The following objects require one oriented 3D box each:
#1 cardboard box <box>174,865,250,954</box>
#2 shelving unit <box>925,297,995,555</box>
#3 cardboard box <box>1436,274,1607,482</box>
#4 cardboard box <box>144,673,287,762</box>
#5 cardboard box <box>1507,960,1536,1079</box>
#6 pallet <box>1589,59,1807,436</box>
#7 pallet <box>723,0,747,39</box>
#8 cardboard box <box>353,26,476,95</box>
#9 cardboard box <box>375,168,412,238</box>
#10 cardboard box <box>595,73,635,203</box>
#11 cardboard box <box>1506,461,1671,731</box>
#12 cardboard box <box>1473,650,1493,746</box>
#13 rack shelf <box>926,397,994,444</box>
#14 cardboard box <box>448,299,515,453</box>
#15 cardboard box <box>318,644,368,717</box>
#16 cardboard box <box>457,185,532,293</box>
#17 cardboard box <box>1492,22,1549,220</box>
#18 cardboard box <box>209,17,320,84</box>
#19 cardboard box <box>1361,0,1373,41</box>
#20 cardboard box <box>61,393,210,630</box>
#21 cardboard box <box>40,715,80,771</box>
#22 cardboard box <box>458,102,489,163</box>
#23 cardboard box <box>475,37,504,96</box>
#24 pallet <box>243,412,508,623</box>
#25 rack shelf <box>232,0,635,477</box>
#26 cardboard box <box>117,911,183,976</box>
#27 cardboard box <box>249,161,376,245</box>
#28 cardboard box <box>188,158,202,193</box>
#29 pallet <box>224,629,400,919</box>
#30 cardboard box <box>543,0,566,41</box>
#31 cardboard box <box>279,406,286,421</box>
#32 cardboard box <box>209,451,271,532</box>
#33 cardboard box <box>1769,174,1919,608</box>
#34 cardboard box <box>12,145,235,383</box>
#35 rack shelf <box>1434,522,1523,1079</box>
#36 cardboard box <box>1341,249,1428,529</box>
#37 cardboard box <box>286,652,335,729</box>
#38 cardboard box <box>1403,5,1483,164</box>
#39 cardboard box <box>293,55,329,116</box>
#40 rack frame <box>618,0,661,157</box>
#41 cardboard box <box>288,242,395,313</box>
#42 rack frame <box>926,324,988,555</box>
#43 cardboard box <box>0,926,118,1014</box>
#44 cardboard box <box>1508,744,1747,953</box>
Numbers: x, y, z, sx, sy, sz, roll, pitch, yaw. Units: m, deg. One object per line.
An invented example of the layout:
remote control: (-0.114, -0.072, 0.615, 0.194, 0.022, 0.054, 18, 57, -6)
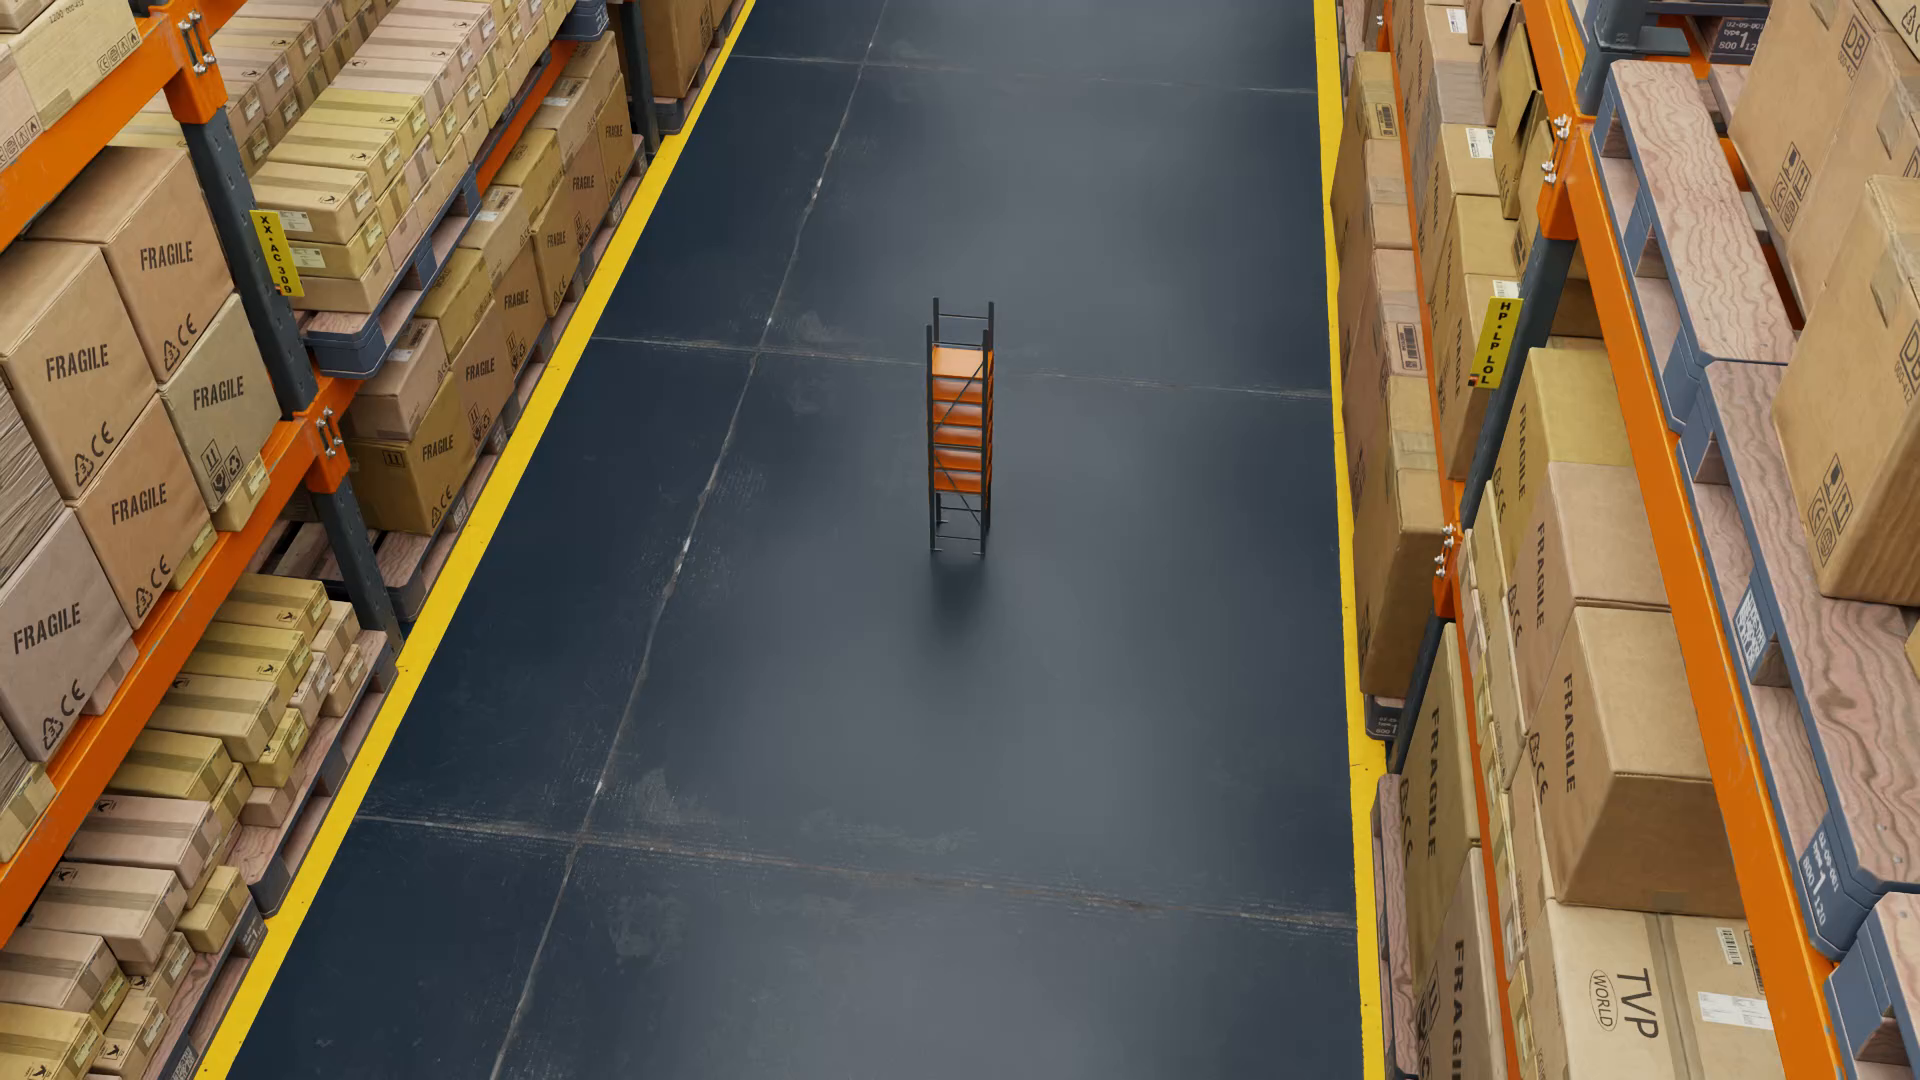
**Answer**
cardboard box: (-2.630, 1.220, 5.570, 0.380, 0.149, 0.250, 5, 44, 5)
shelving unit: (0.002, -0.446, 6.870, 0.258, 1.200, 0.189, 5, 44, 6)
cardboard box: (1.915, -0.526, 5.574, 0.500, 0.500, 0.500, 5, 44, 6)
cardboard box: (-2.588, 0.615, 5.777, 0.380, 0.149, 0.250, 5, 44, 5)
cardboard box: (1.551, 1.179, 4.029, 0.380, 0.149, 0.250, 4, 44, 4)
pallet: (2.006, -0.647, 3.657, 1.003, 0.211, 1.213, 5, 44, 6)
pallet: (-1.907, -3.739, 11.068, 1.003, 0.211, 1.213, 5, 44, 6)
cardboard box: (-2.135, -1.880, 6.520, 0.380, 0.149, 0.250, 5, 44, 5)
cardboard box: (-2.238, -1.239, 6.060, 0.380, 0.149, 0.250, 4, 44, 5)
cardboard box: (-2.078, -2.165, 8.889, 0.500, 0.500, 0.500, 5, 44, 5)
cardboard box: (1.735, 0.166, 4.263, 0.500, 0.500, 0.500, 5, 44, 6)
cardboard box: (1.687, 0.475, 4.772, 0.380, 0.149, 0.250, 7, 44, 7)
rack shelf: (0.002, -0.500, 6.818, 0.258, 0.103, 0.180, 5, 44, 6)
cardboard box: (-2.350, -0.751, 7.397, 0.500, 0.500, 0.500, 7, 44, 7)
cardboard box: (-2.493, 0.515, 6.315, 0.380, 0.149, 0.250, 6, 44, 6)
cardboard box: (-2.279, -1.373, 7.508, 0.500, 0.250, 0.500, 7, 44, 7)
cardboard box: (2.303, -1.450, 5.819, 0.797, 0.503, 0.637, 6, 44, 6)
cardboard box: (-2.778, -1.940, 6.584, 0.380, 0.149, 0.250, 4, 44, 4)
cardboard box: (2.851, -3.349, 10.126, 0.700, 0.500, 0.500, 9, 44, 9)
cardboard box: (-2.632, -0.101, 4.909, 0.500, 0.500, 0.500, 4, 44, 4)
cardboard box: (-2.756, 0.533, 4.710, 0.380, 0.149, 0.250, 5, 44, 5)
cardboard box: (-2.135, -1.658, 6.719, 0.380, 0.149, 0.250, 3, 44, 4)
cardboard box: (-2.102, -1.957, 6.818, 0.380, 0.149, 0.250, 5, 44, 5)
pallet: (-2.677, -0.184, 7.313, 1.003, 0.211, 1.213, 5, 44, 6)
rack shelf: (-2.514, -1.768, 7.481, 1.077, 0.370, 4.000, 5, 44, 6)
cardboard box: (-2.747, 1.240, 5.333, 0.380, 0.149, 0.250, 3, 44, 4)
cardboard box: (-2.271, -1.170, 5.771, 0.380, 0.149, 0.250, 7, 44, 8)
cardboard box: (-2.919, -1.235, 5.839, 0.380, 0.149, 0.250, 7, 44, 7)
pallet: (-2.832, 0.807, 6.266, 1.003, 0.211, 1.213, 5, 44, 6)
cardboard box: (-1.998, -2.378, 7.479, 0.380, 0.149, 0.250, 3, 44, 4)
cardboard box: (-2.931, -0.714, 6.812, 0.500, 0.250, 0.500, 4, 44, 4)
cardboard box: (-2.511, -0.174, 5.457, 0.380, 0.149, 0.250, 4, 44, 4)
cardboard box: (1.795, -0.213, 2.682, 0.700, 0.500, 0.500, 7, 44, 7)
cardboard box: (-2.573, -0.829, 4.949, 0.500, 0.500, 0.500, 4, 44, 4)
rack shelf: (1.860, 1.478, 4.053, 1.077, 0.370, 4.000, 5, 44, 6)
cardboard box: (2.306, -0.575, 6.937, 1.225, 0.875, 0.875, 4, 44, 4)
cardboard box: (-2.529, 0.538, 6.074, 0.380, 0.149, 0.250, 3, 44, 4)
cardboard box: (2.189, -1.901, 7.026, 0.500, 0.500, 0.500, 5, 44, 5)
cardboard box: (-2.785, -1.837, 6.692, 0.380, 0.149, 0.250, 3, 44, 3)
rack frame: (-2.250, -3.392, 8.673, 1.000, 3.000, 0.127, 5, 44, 6)
cardboard box: (-2.271, -0.954, 5.976, 0.380, 0.149, 0.250, 3, 44, 3)
rack frame: (-0.010, -0.383, 6.804, 0.240, 1.200, 0.006, 5, 44, 6)
cardboard box: (-2.809, 1.322, 5.030, 0.380, 0.149, 0.250, 5, 44, 6)
cardboard box: (1.669, 0.788, 4.151, 0.500, 0.250, 0.500, 6, 44, 7)
